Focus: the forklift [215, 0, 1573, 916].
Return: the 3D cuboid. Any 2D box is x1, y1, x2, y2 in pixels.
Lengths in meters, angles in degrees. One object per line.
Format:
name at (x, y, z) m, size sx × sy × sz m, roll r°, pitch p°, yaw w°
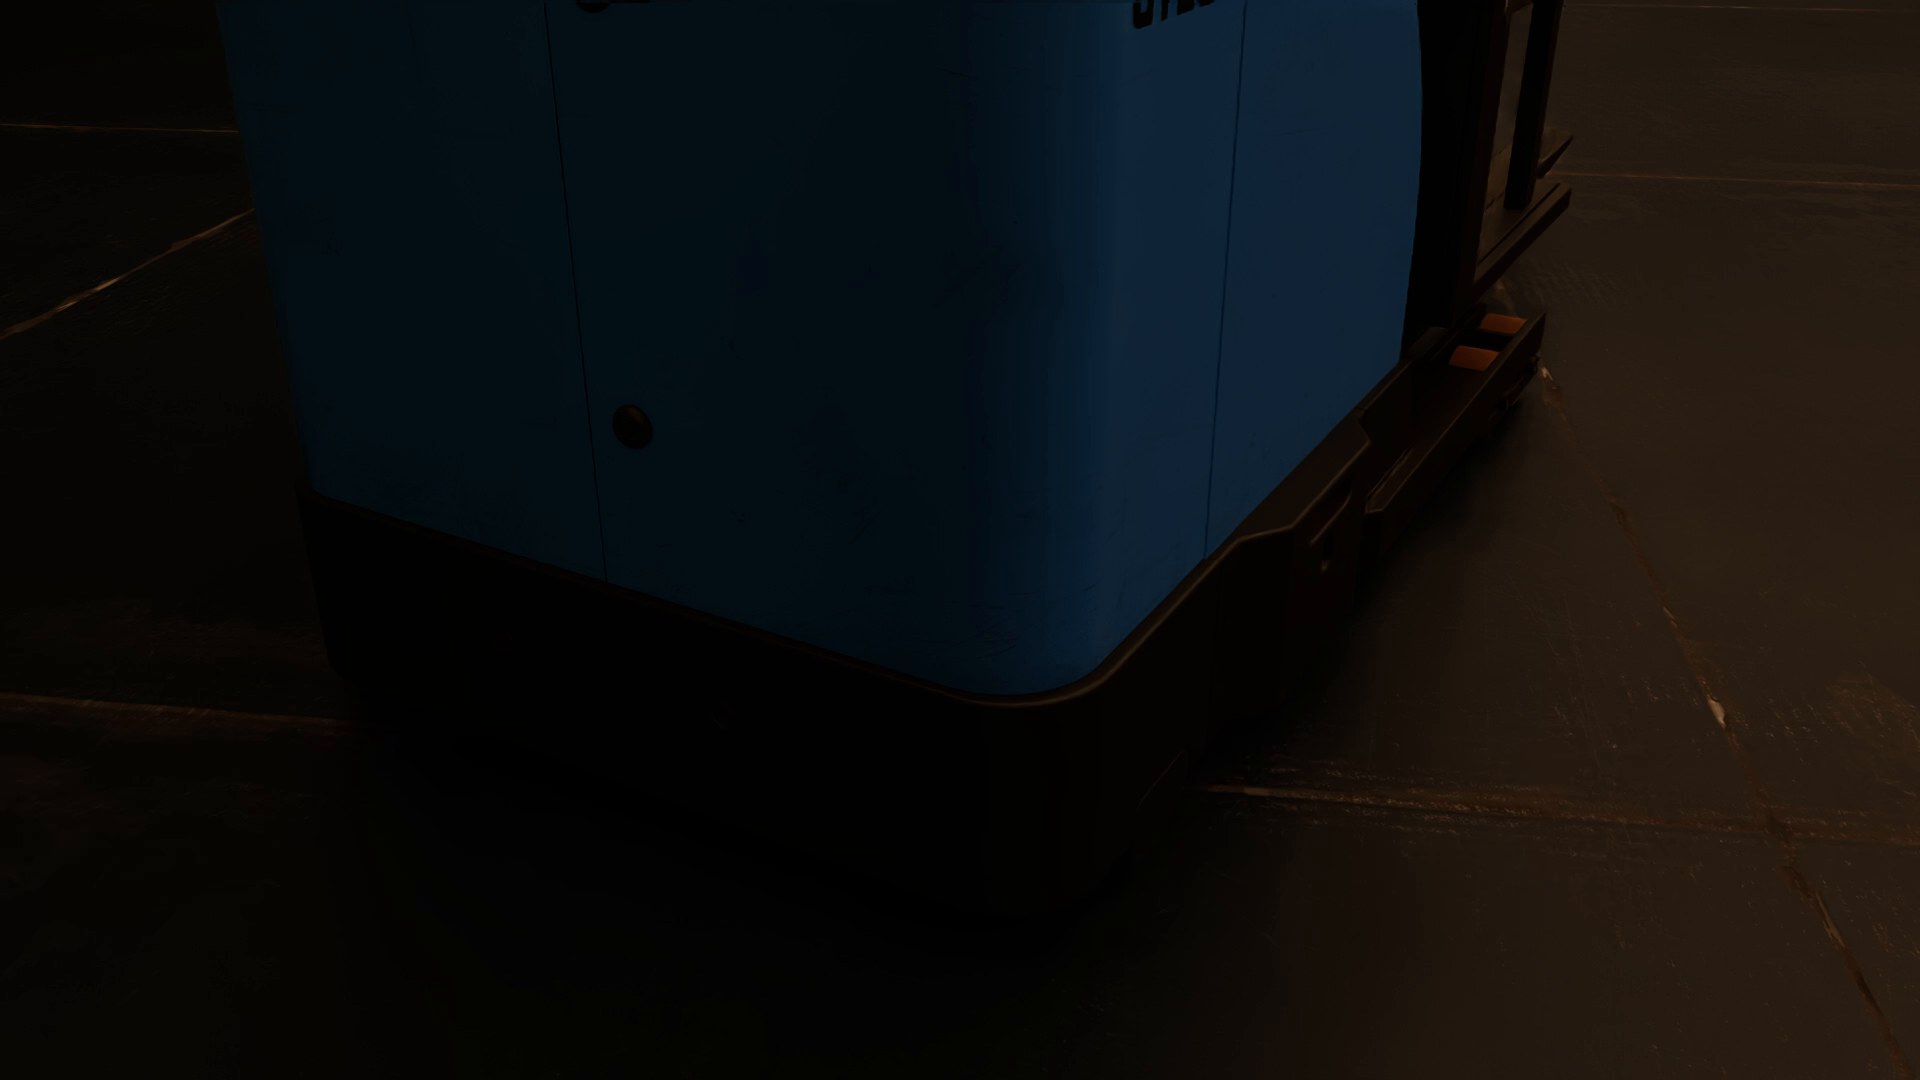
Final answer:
forklift at (0.391, -1.567, 2.359) m, size 1.130 × 2.935 × 3.031 m, roll 15°, pitch 30°, yaw 27°
